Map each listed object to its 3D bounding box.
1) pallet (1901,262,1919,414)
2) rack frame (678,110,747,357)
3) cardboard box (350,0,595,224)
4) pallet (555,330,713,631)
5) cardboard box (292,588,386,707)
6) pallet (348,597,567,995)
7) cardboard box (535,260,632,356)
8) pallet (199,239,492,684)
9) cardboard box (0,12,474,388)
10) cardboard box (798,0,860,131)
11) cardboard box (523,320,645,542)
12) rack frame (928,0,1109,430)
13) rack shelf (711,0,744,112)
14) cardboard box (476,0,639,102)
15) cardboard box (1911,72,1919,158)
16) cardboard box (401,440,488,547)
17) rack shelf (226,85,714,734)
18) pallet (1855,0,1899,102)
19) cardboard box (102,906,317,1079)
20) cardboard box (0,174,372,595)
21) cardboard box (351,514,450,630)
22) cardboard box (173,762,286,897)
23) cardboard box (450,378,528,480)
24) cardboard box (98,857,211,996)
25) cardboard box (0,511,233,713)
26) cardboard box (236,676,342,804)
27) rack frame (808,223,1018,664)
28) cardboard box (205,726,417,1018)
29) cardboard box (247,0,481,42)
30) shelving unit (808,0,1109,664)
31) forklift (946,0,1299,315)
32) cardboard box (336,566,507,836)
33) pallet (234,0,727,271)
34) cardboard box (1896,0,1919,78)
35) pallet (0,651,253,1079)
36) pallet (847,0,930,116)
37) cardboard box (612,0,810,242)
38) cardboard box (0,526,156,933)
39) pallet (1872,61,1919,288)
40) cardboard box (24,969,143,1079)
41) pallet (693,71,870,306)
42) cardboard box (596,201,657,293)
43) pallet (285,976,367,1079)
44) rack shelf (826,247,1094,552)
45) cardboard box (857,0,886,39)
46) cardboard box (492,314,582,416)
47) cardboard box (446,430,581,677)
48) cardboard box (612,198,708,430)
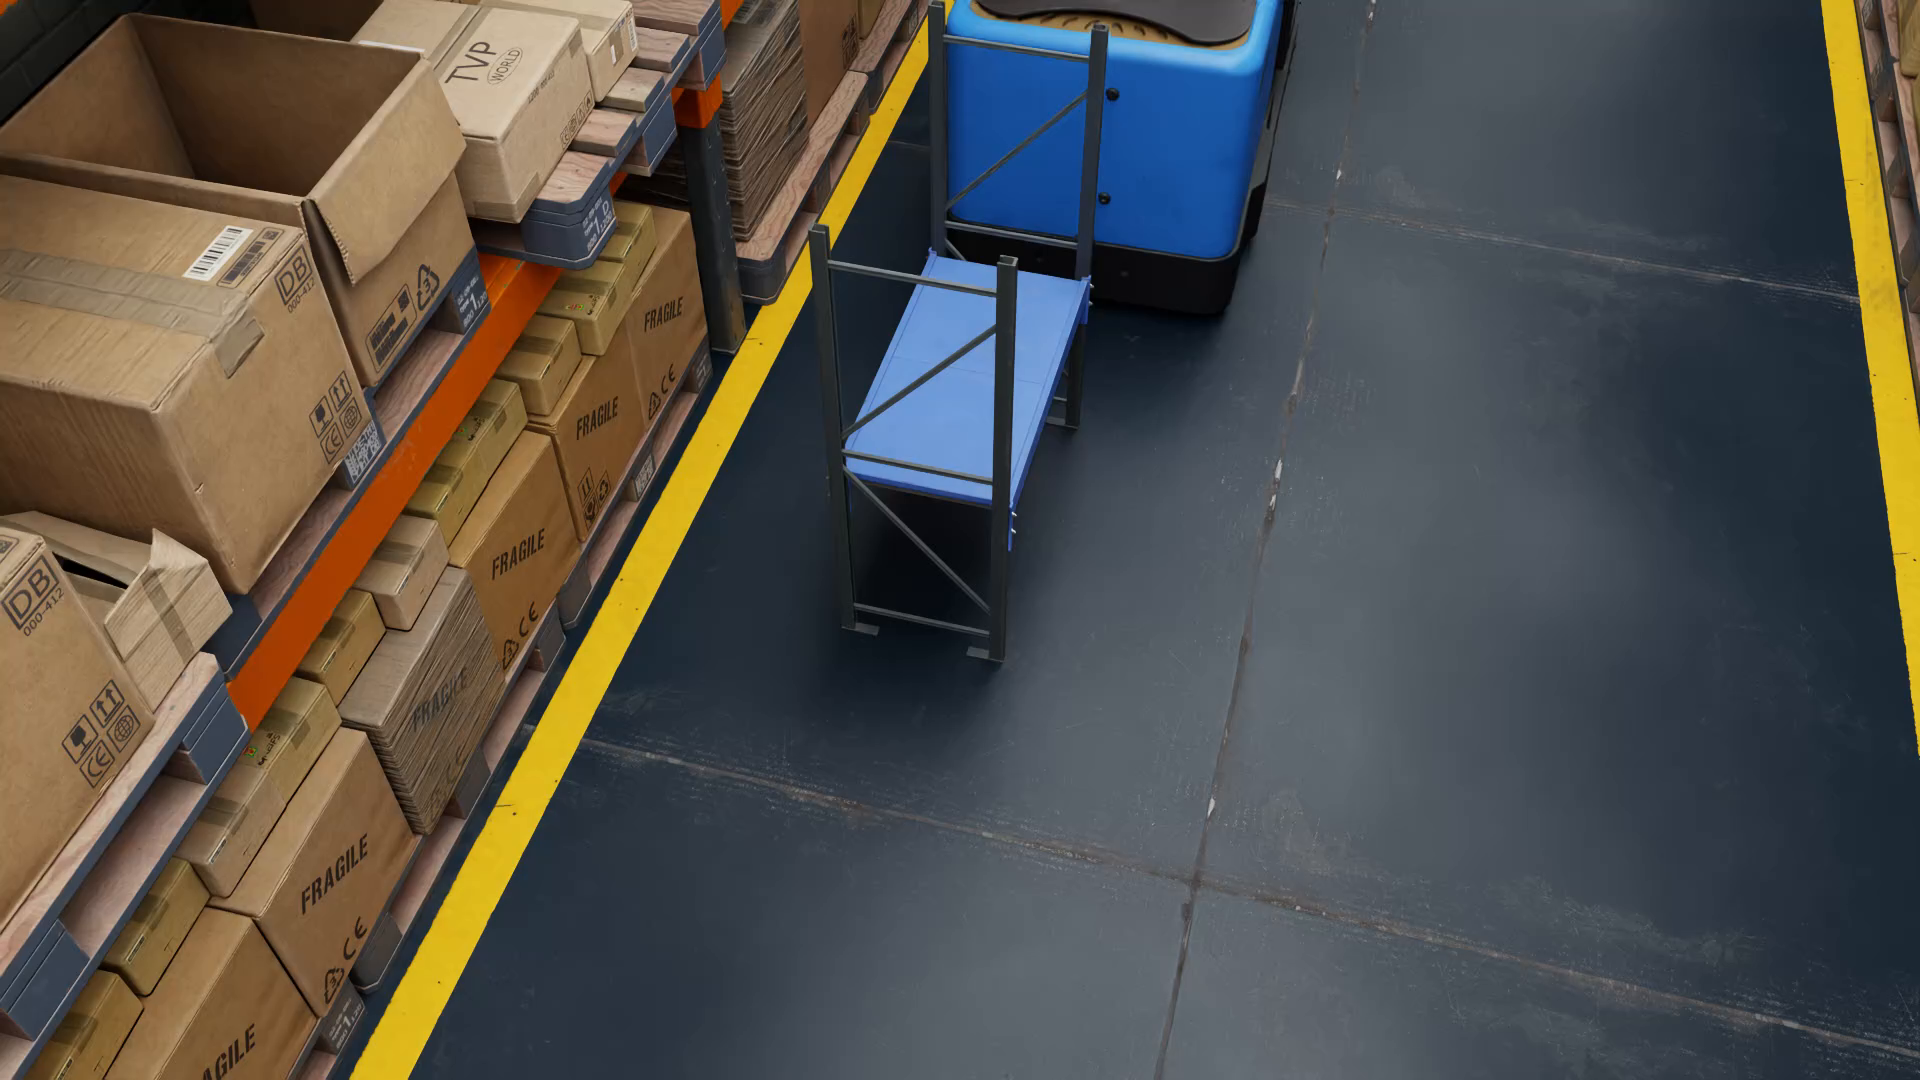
[{"bbox_3d":[3.744,-0.442,5.500,1.003,0.211,1.213,12,50,10],"label":"pallet"},{"bbox_3d":[-1.253,-1.777,4.818,1.000,3.000,0.127,12,50,10],"label":"rack frame"},{"bbox_3d":[-1.218,-1.039,3.987,0.500,0.250,0.500,9,49,8],"label":"cardboard box"},{"bbox_3d":[-1.486,-0.322,5.393,1.003,0.211,1.213,12,50,10],"label":"pallet"},{"bbox_3d":[-1.628,0.225,4.005,0.380,0.149,0.250,12,50,10],"label":"cardboard box"},{"bbox_3d":[-1.809,0.558,4.617,1.003,0.211,1.213,12,50,10],"label":"pallet"},{"bbox_3d":[-1.180,-0.693,4.815,0.380,0.149,0.250,9,49,8],"label":"cardboard box"},{"bbox_3d":[-1.760,-0.306,3.647,1.003,0.211,1.213,12,50,10],"label":"pallet"},{"bbox_3d":[-1.504,-0.733,3.547,0.797,0.503,0.637,11,49,9],"label":"cardboard box"},{"bbox_3d":[-0.911,-2.053,6.365,0.875,0.625,0.625,13,50,11],"label":"cardboard box"},{"bbox_3d":[-1.298,-0.381,4.972,0.500,0.500,0.500,11,49,9],"label":"cardboard box"},{"bbox_3d":[0.156,-0.926,5.067,0.500,1.500,0.032,12,50,10],"label":"rack frame"},{"bbox_3d":[-0.726,-2.986,6.364,1.077,0.370,4.000,12,50,10],"label":"rack shelf"},{"bbox_3d":[-1.055,-1.282,4.268,0.380,0.149,0.250,12,50,11],"label":"cardboard box"},{"bbox_3d":[4.087,-1.559,6.098,0.950,0.372,0.625,13,50,11],"label":"cardboard box"},{"bbox_3d":[-1.471,-0.148,4.335,0.380,0.149,0.250,11,49,9],"label":"cardboard box"},{"bbox_3d":[-1.779,-0.092,3.811,1.077,0.370,4.000,12,50,10],"label":"rack shelf"},{"bbox_3d":[4.386,-2.207,7.057,1.003,0.211,1.213,12,50,10],"label":"pallet"},{"bbox_3d":[-1.830,1.112,3.655,0.500,0.500,0.500,11,49,10],"label":"cardboard box"},{"bbox_3d":[-1.620,-0.304,3.171,0.700,0.500,0.500,11,50,10],"label":"cardboard box"},{"bbox_3d":[-1.514,0.057,4.153,0.380,0.149,0.250,9,49,8],"label":"cardboard box"},{"bbox_3d":[-1.739,0.605,3.670,0.380,0.149,0.250,11,50,10],"label":"cardboard box"},{"bbox_3d":[-1.405,-0.329,4.494,0.380,0.149,0.250,13,50,11],"label":"cardboard box"},{"bbox_3d":[-1.841,0.778,3.517,0.380,0.149,0.250,11,49,9],"label":"cardboard box"},{"bbox_3d":[-1.570,0.093,2.977,0.396,0.266,0.258,14,50,12],"label":"cardboard box"},{"bbox_3d":[-1.671,0.426,3.828,0.380,0.149,0.250,13,50,11],"label":"cardboard box"},{"bbox_3d":[-0.111,-0.190,4.418,0.500,1.500,0.032,12,50,10],"label":"rack frame"},{"bbox_3d":[-1.695,0.752,3.973,0.500,0.500,0.500,10,49,9],"label":"cardboard box"},{"bbox_3d":[-1.539,-1.608,4.321,0.500,0.500,0.500,14,50,12],"label":"cardboard box"},{"bbox_3d":[0.022,-0.558,4.742,0.538,1.500,1.048,12,50,10],"label":"shelving unit"},{"bbox_3d":[0.799,-2.895,5.850,1.130,2.935,3.031,11,49,9],"label":"forklift"},{"bbox_3d":[-1.552,0.378,4.303,0.500,0.500,0.500,10,49,9],"label":"cardboard box"},{"bbox_3d":[-1.363,-1.209,4.445,1.213,0.211,1.003,12,50,10],"label":"pallet"},{"bbox_3d":[4.268,-2.062,6.542,0.950,0.372,0.625,14,50,12],"label":"cardboard box"},{"bbox_3d":[-1.990,0.623,2.827,1.003,0.211,1.213,12,50,10],"label":"pallet"},{"bbox_3d":[-0.675,-2.322,7.158,1.003,0.211,1.213,12,50,10],"label":"pallet"},{"bbox_3d":[-1.075,-1.579,5.946,0.875,0.625,0.625,13,50,11],"label":"cardboard box"},{"bbox_3d":[-1.826,0.264,2.670,0.700,0.500,0.500,12,50,10],"label":"cardboard box"},{"bbox_3d":[4.067,-1.322,6.276,1.003,0.211,1.213,12,50,10],"label":"pallet"},{"bbox_3d":[-1.900,0.979,3.339,0.380,0.149,0.250,9,49,8],"label":"cardboard box"},{"bbox_3d":[-0.998,-1.442,6.382,1.003,0.211,1.213,12,50,10],"label":"pallet"},{"bbox_3d":[-1.138,-0.896,4.995,0.380,0.149,0.250,9,49,8],"label":"cardboard box"},{"bbox_3d":[-2.128,1.443,3.835,1.003,0.211,1.213,12,50,10],"label":"pallet"},{"bbox_3d":[0.022,-0.439,4.877,0.538,0.185,1.000,12,50,10],"label":"rack shelf"},{"bbox_3d":[-0.734,-2.540,6.795,0.875,0.625,0.625,10,49,8],"label":"cardboard box"},{"bbox_3d":[-1.292,-0.511,4.655,0.380,0.149,0.250,10,49,9],"label":"cardboard box"},{"bbox_3d":[-1.434,-0.001,4.638,0.500,0.500,0.500,14,50,12],"label":"cardboard box"},{"bbox_3d":[-1.157,-0.740,5.290,0.500,0.500,0.500,13,50,11],"label":"cardboard box"}]
